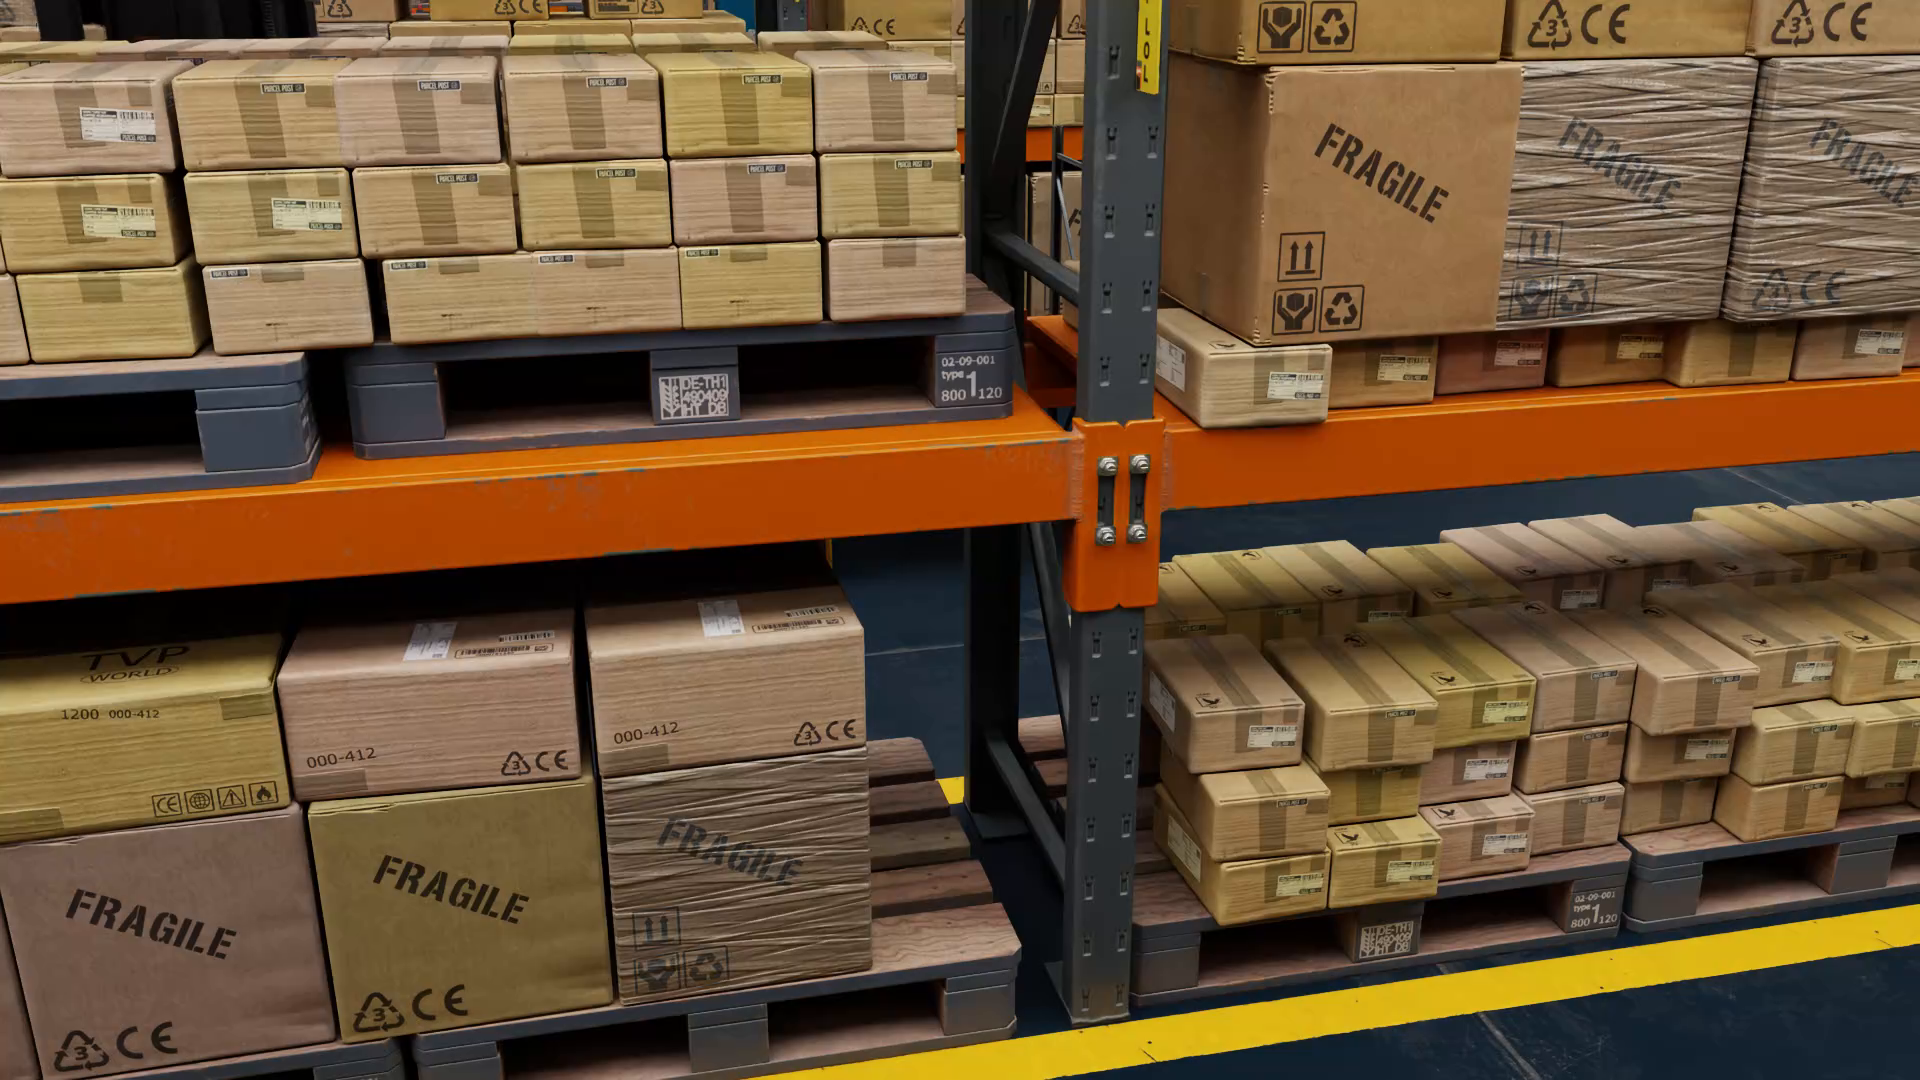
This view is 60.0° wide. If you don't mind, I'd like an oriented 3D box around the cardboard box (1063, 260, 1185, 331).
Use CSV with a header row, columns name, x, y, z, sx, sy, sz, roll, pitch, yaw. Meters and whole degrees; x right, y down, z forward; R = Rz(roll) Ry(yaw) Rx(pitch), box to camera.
name,x,y,z,sx,sy,sz,roll,pitch,yaw
cardboard box,0.408,-0.534,3.776,0.250,0.149,0.380,-5,21,-13

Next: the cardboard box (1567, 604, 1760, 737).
name,x,y,z,sx,sy,sz,roll,pitch,yaw
cardboard box,1.599,0.294,3.820,0.250,0.149,0.380,-4,21,-11

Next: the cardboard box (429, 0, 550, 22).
name,x,y,z,sx,sy,sz,roll,pitch,yaw
cardboard box,-2.149,-2.633,7.538,0.637,0.503,0.797,-4,21,-12

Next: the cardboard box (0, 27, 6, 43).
name,x,y,z,sx,sy,sz,roll,pitch,yaw
cardboard box,-4.216,-1.897,6.986,0.500,0.500,0.500,-4,21,-11

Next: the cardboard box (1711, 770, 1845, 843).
name,x,y,z,sx,sy,sz,roll,pitch,yaw
cardboard box,1.866,0.553,3.978,0.250,0.149,0.380,-5,21,-14

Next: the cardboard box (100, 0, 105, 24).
name,x,y,z,sx,sy,sz,roll,pitch,yaw
cardboard box,-3.401,-2.523,7.239,0.637,0.503,0.797,-4,21,-11

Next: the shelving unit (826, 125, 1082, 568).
name,x,y,z,sx,sy,sz,roll,pitch,yaw
shelving unit,-0.074,-0.698,6.040,1.083,1.500,0.587,-5,21,-12

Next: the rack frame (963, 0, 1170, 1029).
name,x,y,z,sx,sy,sz,roll,pitch,yaw
rack frame,0.184,-0.551,3.457,0.127,3.000,1.000,-5,21,-12

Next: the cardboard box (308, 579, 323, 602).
name,x,y,z,sx,sy,sz,roll,pitch,yaw
cardboard box,-1.113,0.087,3.650,0.500,0.250,0.500,-4,21,-11

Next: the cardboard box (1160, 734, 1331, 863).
name,x,y,z,sx,sy,sz,roll,pitch,yaw
cardboard box,0.611,0.530,3.610,0.250,0.149,0.380,-4,20,-10

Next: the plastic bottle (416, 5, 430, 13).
name,x,y,z,sx,sy,sz,roll,pitch,yaw
plastic bottle,-4.009,-3.826,12.471,0.185,0.351,0.144,-5,21,-12

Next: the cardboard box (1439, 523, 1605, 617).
name,x,y,z,sx,sy,sz,roll,pitch,yaw
cardboard box,1.463,0.094,4.367,0.250,0.149,0.380,-6,21,-15

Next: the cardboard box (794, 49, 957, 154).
name,x,y,z,sx,sy,sz,roll,pitch,yaw
cardboard box,-0.162,-0.812,3.060,0.250,0.149,0.380,-4,20,-10

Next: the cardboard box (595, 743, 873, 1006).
name,x,y,z,sx,sy,sz,roll,pitch,yaw
cardboard box,-0.478,0.569,3.425,0.500,0.500,0.500,-5,21,-14

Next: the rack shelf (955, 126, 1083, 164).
name,x,y,z,sx,sy,sz,roll,pitch,yaw
rack shelf,1.087,-2.039,8.567,4.000,0.370,1.077,-5,21,-12

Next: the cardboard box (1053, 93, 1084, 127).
name,x,y,z,sx,sy,sz,roll,pitch,yaw
cardboard box,0.522,-2.097,8.042,0.250,0.149,0.380,-5,21,-13

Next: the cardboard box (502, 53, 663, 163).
name,x,y,z,sx,sy,sz,roll,pitch,yaw
cardboard box,-0.675,-0.771,2.948,0.250,0.149,0.380,-5,21,-14

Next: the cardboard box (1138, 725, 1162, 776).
name,x,y,z,sx,sy,sz,roll,pitch,yaw
cardboard box,0.487,0.446,4.271,0.250,0.149,0.380,-4,21,-12

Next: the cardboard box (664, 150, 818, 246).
name,x,y,z,sx,sy,sz,roll,pitch,yaw
cardboard box,-0.414,-0.651,3.052,0.250,0.149,0.380,-5,21,-12

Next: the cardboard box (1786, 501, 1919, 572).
name,x,y,z,sx,sy,sz,roll,pitch,yaw
cardboard box,2.479,0.028,4.547,0.250,0.149,0.380,-4,20,-10

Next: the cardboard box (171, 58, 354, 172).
name,x,y,z,sx,sy,sz,roll,pitch,yaw
cardboard box,-1.170,-0.732,2.841,0.250,0.149,0.380,-5,21,-14

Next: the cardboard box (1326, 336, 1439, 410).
name,x,y,z,sx,sy,sz,roll,pitch,yaw
cardboard box,0.769,-0.391,3.386,0.250,0.149,0.380,-4,21,-11

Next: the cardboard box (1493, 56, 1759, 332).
name,x,y,z,sx,sy,sz,roll,pitch,yaw
cardboard box,1.204,-0.734,3.379,0.500,0.500,0.500,-5,21,-12

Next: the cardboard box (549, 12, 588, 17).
name,x,y,z,sx,sy,sz,roll,pitch,yaw
cardboard box,-1.853,-2.273,8.013,0.500,0.500,0.500,-5,21,-12

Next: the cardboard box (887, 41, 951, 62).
name,x,y,z,sx,sy,sz,roll,pitch,yaw
cardboard box,-0.341,-2.238,7.848,0.500,0.250,0.500,-5,21,-13

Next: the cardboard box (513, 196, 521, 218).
name,x,y,z,sx,sy,sz,roll,pitch,yaw
cardboard box,-1.062,-0.691,3.594,0.250,0.149,0.380,-4,21,-12

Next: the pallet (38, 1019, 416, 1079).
name,x,y,z,sx,sy,sz,roll,pitch,yaw
pallet,-1.763,0.919,3.500,1.213,0.211,1.003,-5,21,-12

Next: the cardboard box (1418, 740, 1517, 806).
name,x,y,z,sx,sy,sz,roll,pitch,yaw
cardboard box,1.065,0.448,3.832,0.250,0.149,0.380,-5,21,-13

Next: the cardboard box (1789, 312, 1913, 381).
name,x,y,z,sx,sy,sz,roll,pitch,yaw
cardboard box,1.805,-0.466,3.591,0.250,0.149,0.380,-4,20,-10

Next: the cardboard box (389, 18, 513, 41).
name,x,y,z,sx,sy,sz,roll,pitch,yaw
cardboard box,-2.241,-2.057,7.423,0.500,0.500,0.500,-5,21,-13

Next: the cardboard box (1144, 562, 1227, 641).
name,x,y,z,sx,sy,sz,roll,pitch,yaw
cardboard box,0.471,0.196,4.087,0.250,0.149,0.380,-4,21,-11

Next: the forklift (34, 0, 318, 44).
name,x,y,z,sx,sy,sz,roll,pitch,yaw
forklift,-3.146,-1.459,6.037,3.031,2.935,1.130,1,20,3

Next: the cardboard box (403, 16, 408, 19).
name,x,y,z,sx,sy,sz,roll,pitch,yaw
cardboard box,-2.842,-2.191,7.789,0.500,0.500,0.500,-4,21,-11

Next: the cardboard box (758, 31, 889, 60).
name,x,y,z,sx,sy,sz,roll,pitch,yaw
cardboard box,-0.305,-1.032,3.661,0.250,0.149,0.380,-4,20,-10

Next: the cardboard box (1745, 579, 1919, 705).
name,x,y,z,sx,sy,sz,roll,pitch,yaw
cardboard box,2.094,0.238,3.972,0.250,0.149,0.380,-5,21,-12

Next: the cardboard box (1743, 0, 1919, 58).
name,x,y,z,sx,sy,sz,roll,pitch,yaw
cardboard box,1.678,-1.237,3.298,0.500,0.500,0.500,-4,21,-12

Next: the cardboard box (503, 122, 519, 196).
name,x,y,z,sx,sy,sz,roll,pitch,yaw
cardboard box,-1.061,-0.830,3.541,0.250,0.149,0.380,-6,21,-15

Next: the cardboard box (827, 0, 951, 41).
name,x,y,z,sx,sy,sz,roll,pitch,yaw
cardboard box,-0.334,-2.593,7.727,0.500,0.500,0.500,-5,21,-12

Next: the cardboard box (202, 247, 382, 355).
name,x,y,z,sx,sy,sz,roll,pitch,yaw
cardboard box,-1.166,-0.449,2.933,0.250,0.149,0.380,-6,21,-15

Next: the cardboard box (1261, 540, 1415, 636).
name,x,y,z,sx,sy,sz,roll,pitch,yaw
cardboard box,0.951,0.141,4.239,0.250,0.149,0.380,-5,21,-13

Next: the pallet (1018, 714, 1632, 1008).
name,x,y,z,sx,sy,sz,roll,pitch,yaw
pallet,0.830,0.694,4.114,1.213,0.211,1.003,-5,21,-12

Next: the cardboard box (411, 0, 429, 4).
name,x,y,z,sx,sy,sz,roll,pitch,yaw
cardboard box,-5.507,-5.559,16.373,0.500,0.500,0.700,-1,20,-2

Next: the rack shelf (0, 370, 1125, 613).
name,x,y,z,sx,sy,sz,roll,pitch,yaw
rack shelf,-1.762,-0.055,3.148,4.000,0.370,1.077,-5,21,-12

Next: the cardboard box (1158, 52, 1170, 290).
name,x,y,z,sx,sy,sz,roll,pitch,yaw
cardboard box,0.590,-0.870,3.751,0.500,0.500,0.500,-5,21,-12

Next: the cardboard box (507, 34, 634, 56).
name,x,y,z,sx,sy,sz,roll,pitch,yaw
cardboard box,-0.825,-0.989,3.542,0.250,0.149,0.380,-4,21,-12

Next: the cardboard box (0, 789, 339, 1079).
name,x,y,z,sx,sy,sz,roll,pitch,yaw
cardboard box,-1.478,0.648,3.207,0.500,0.500,0.500,-5,21,-14

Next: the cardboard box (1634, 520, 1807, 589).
name,x,y,z,sx,sy,sz,roll,pitch,yaw
cardboard box,1.990,0.085,4.390,0.250,0.149,0.380,-5,21,-12

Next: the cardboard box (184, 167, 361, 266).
name,x,y,z,sx,sy,sz,roll,pitch,yaw
cardboard box,-1.174,-0.589,2.883,0.250,0.149,0.380,-6,21,-15

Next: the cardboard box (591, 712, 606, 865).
name,x,y,z,sx,sy,sz,roll,pitch,yaw
cardboard box,-0.596,0.396,3.897,0.500,0.500,0.500,-4,20,-10

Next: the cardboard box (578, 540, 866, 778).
name,x,y,z,sx,sy,sz,roll,pitch,yaw
cardboard box,-0.483,0.217,3.294,0.500,0.250,0.500,-5,21,-14

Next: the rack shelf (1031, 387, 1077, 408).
name,x,y,z,sx,sy,sz,roll,pitch,yaw
rack shelf,-0.083,-0.529,6.100,1.000,0.185,0.538,-5,21,-12

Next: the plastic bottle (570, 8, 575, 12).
name,x,y,z,sx,sy,sz,roll,pitch,yaw
plastic bottle,-2.818,-3.671,12.048,0.185,0.351,0.144,-5,21,-12

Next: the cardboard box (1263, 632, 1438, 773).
name,x,y,z,sx,sy,sz,roll,pitch,yaw
cardboard box,0.849,0.352,3.663,0.250,0.149,0.380,-4,20,-10

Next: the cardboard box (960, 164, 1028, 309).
name,x,y,z,sx,sy,sz,roll,pitch,yaw
cardboard box,-0.198,-1.444,8.374,0.875,0.875,0.875,-5,21,-12

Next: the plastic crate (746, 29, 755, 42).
name,x,y,z,sx,sy,sz,roll,pitch,yaw
plastic crate,-1.513,-3.770,12.542,0.243,0.136,0.396,-5,21,-12

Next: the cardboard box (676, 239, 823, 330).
name,x,y,z,sx,sy,sz,roll,pitch,yaw
cardboard box,-0.409,-0.511,3.104,0.250,0.149,0.380,-5,21,-12

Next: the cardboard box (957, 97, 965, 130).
name,x,y,z,sx,sy,sz,roll,pitch,yaw
cardboard box,0.017,-2.055,7.929,0.250,0.149,0.380,-4,20,-11

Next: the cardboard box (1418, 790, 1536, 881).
name,x,y,z,sx,sy,sz,roll,pitch,yaw
cardboard box,1.101,0.611,3.819,0.250,0.149,0.380,-5,21,-13

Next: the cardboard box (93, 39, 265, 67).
name,x,y,z,sx,sy,sz,roll,pitch,yaw
cardboard box,-1.563,-0.929,3.380,0.250,0.149,0.380,-4,20,-10
